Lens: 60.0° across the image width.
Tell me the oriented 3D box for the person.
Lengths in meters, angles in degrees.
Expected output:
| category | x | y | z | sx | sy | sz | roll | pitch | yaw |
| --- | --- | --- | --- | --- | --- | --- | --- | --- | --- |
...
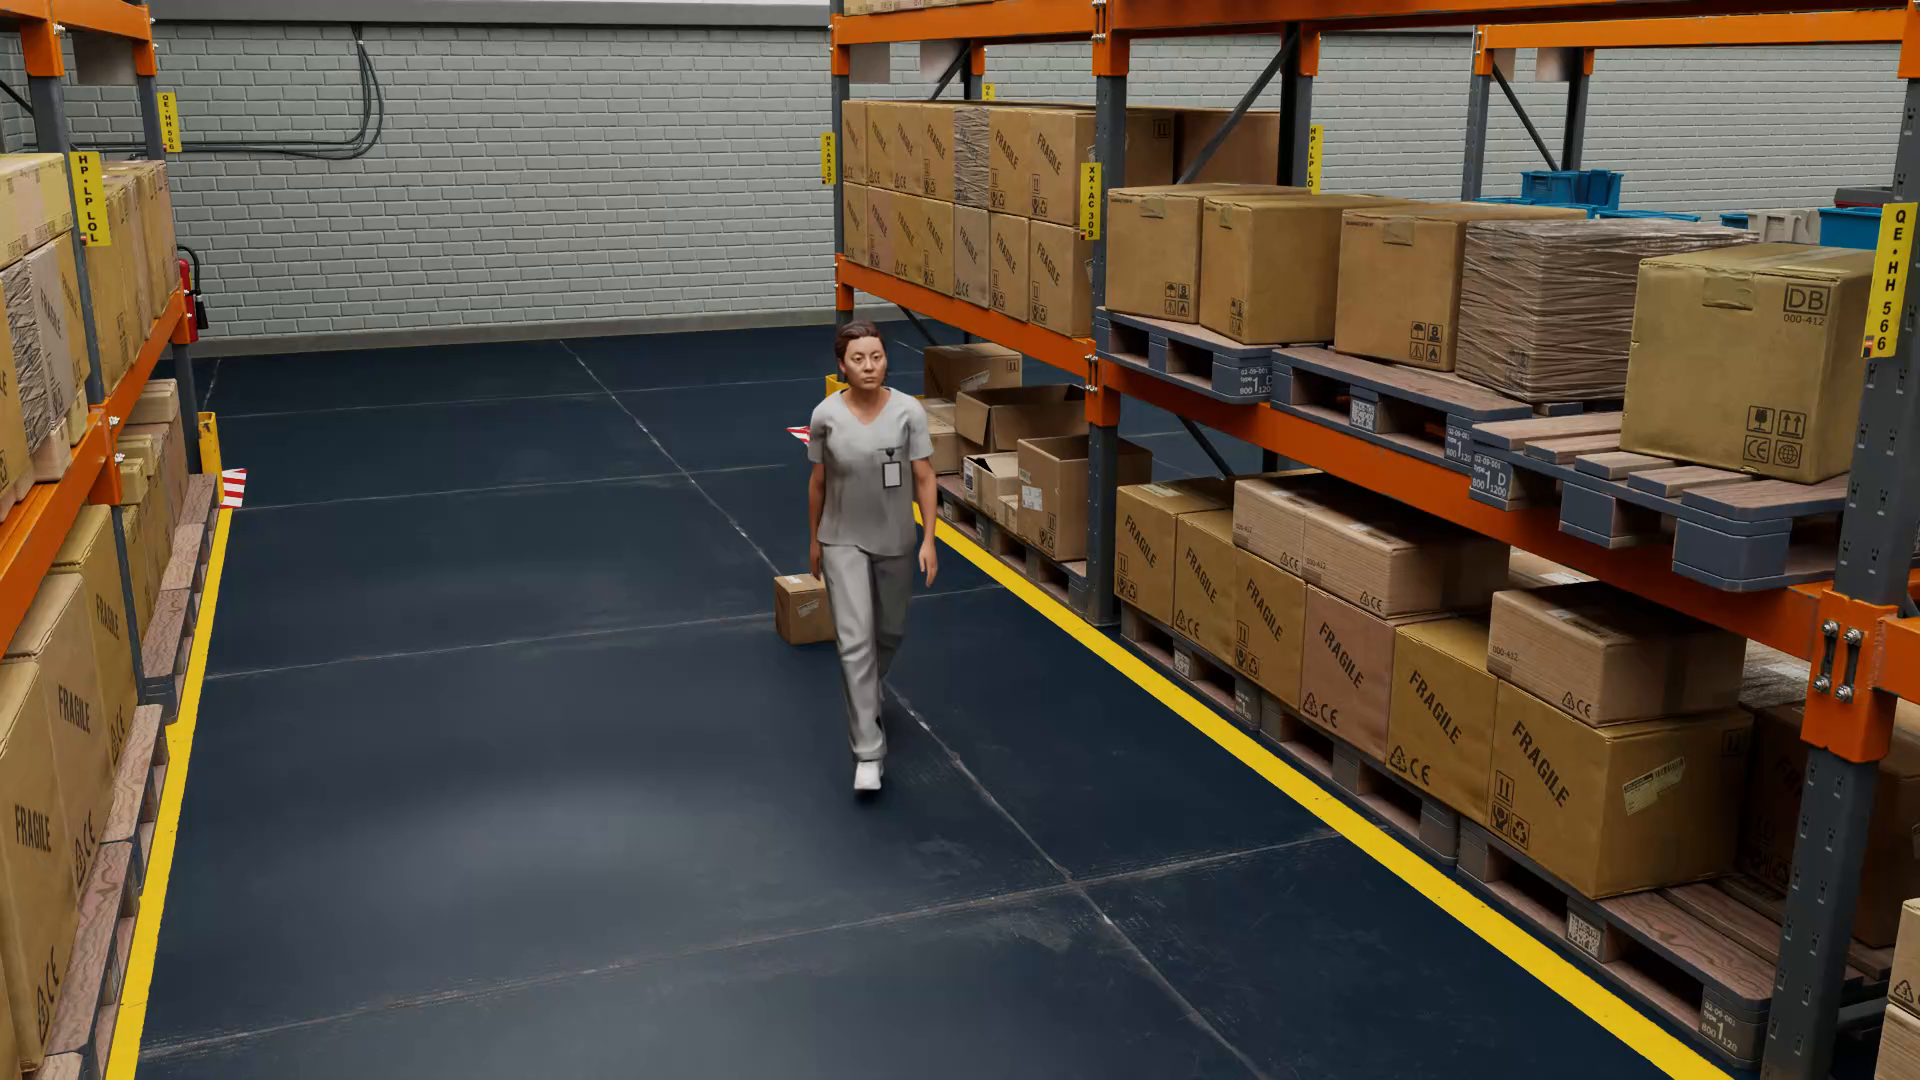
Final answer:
| category | x | y | z | sx | sy | sz | roll | pitch | yaw |
| --- | --- | --- | --- | --- | --- | --- | --- | --- | --- |
| person | -0.321 | -0.001 | 6.058 | 0.455 | 1.624 | 1.011 | -3 | 16 | -9 |
